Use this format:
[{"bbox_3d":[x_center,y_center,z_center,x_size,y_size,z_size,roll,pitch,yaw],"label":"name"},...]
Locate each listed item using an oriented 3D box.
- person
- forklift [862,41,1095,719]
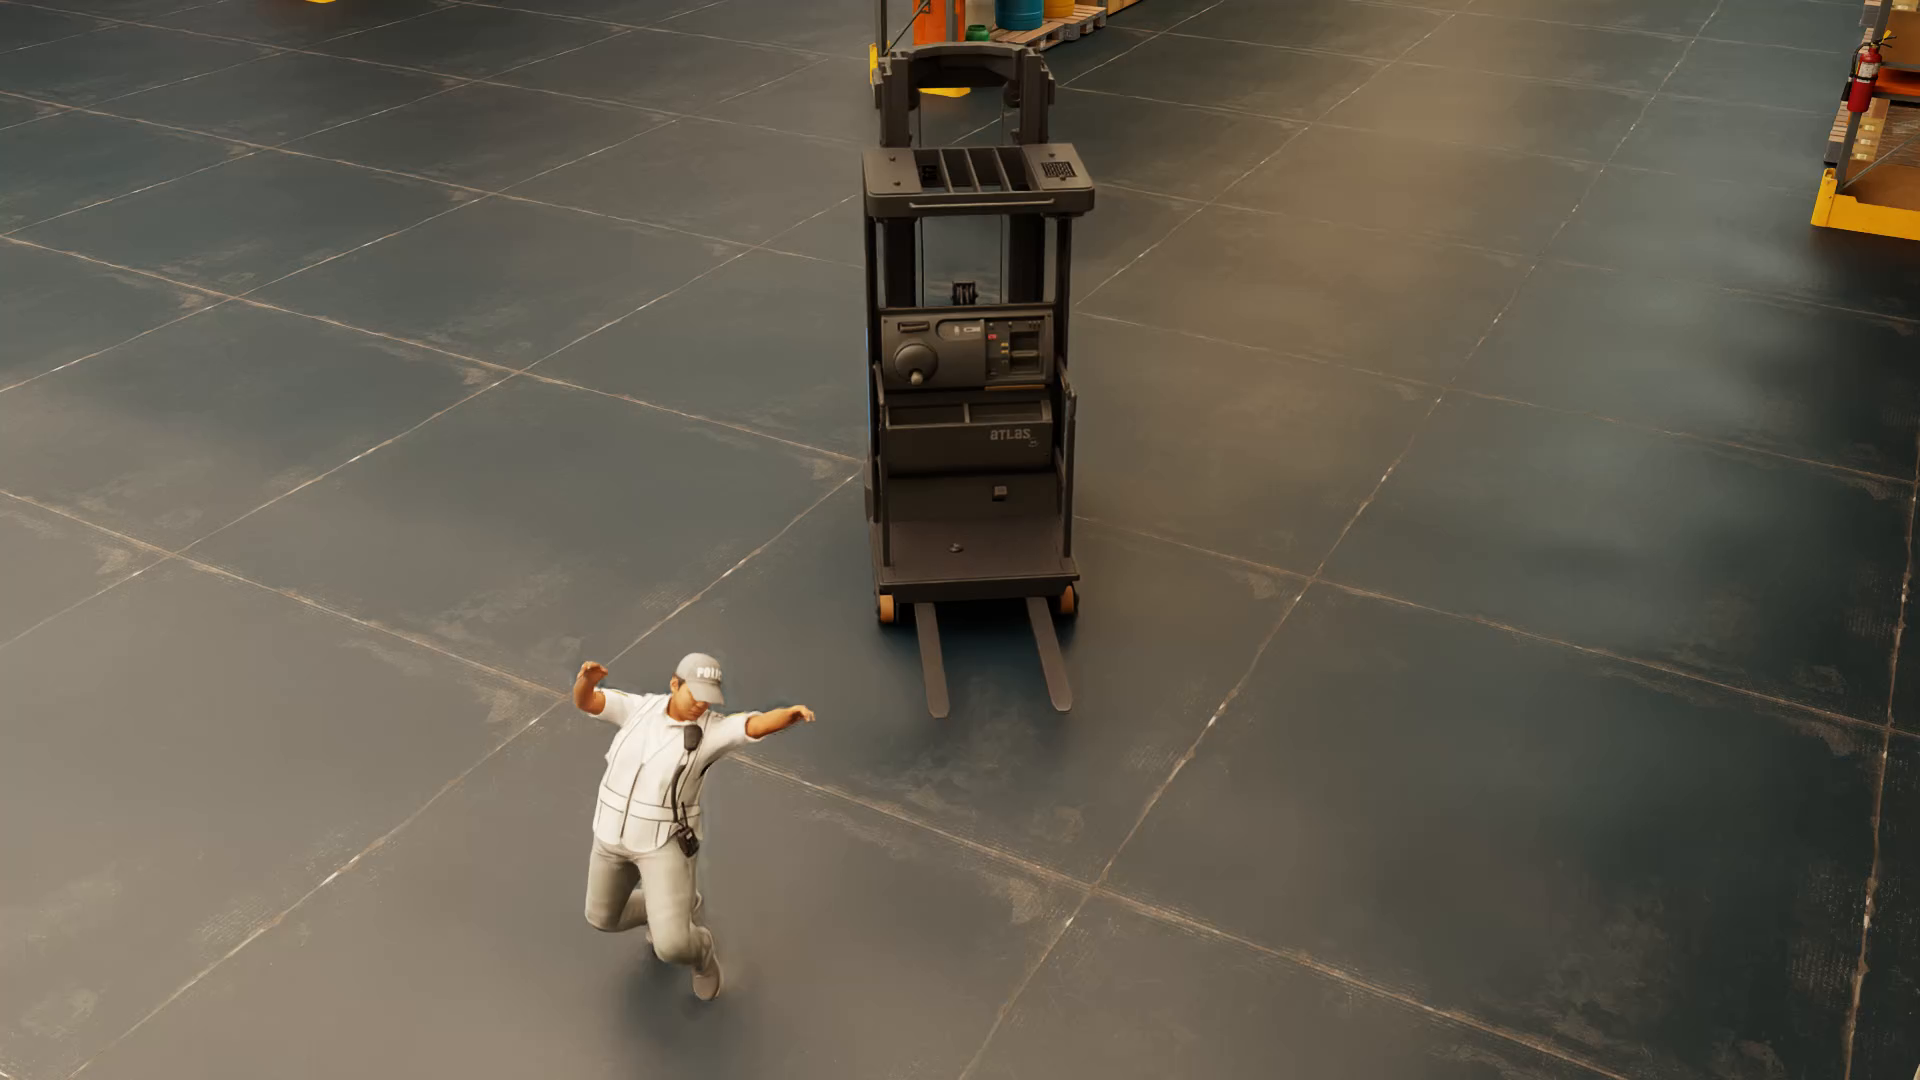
[{"bbox_3d":[-1.048,1.132,6.512,0.996,1.583,0.770,13,33,22],"label":"person"},{"bbox_3d":[0.065,-0.982,8.772,1.130,2.935,3.031,-3,30,-5],"label":"forklift"}]
